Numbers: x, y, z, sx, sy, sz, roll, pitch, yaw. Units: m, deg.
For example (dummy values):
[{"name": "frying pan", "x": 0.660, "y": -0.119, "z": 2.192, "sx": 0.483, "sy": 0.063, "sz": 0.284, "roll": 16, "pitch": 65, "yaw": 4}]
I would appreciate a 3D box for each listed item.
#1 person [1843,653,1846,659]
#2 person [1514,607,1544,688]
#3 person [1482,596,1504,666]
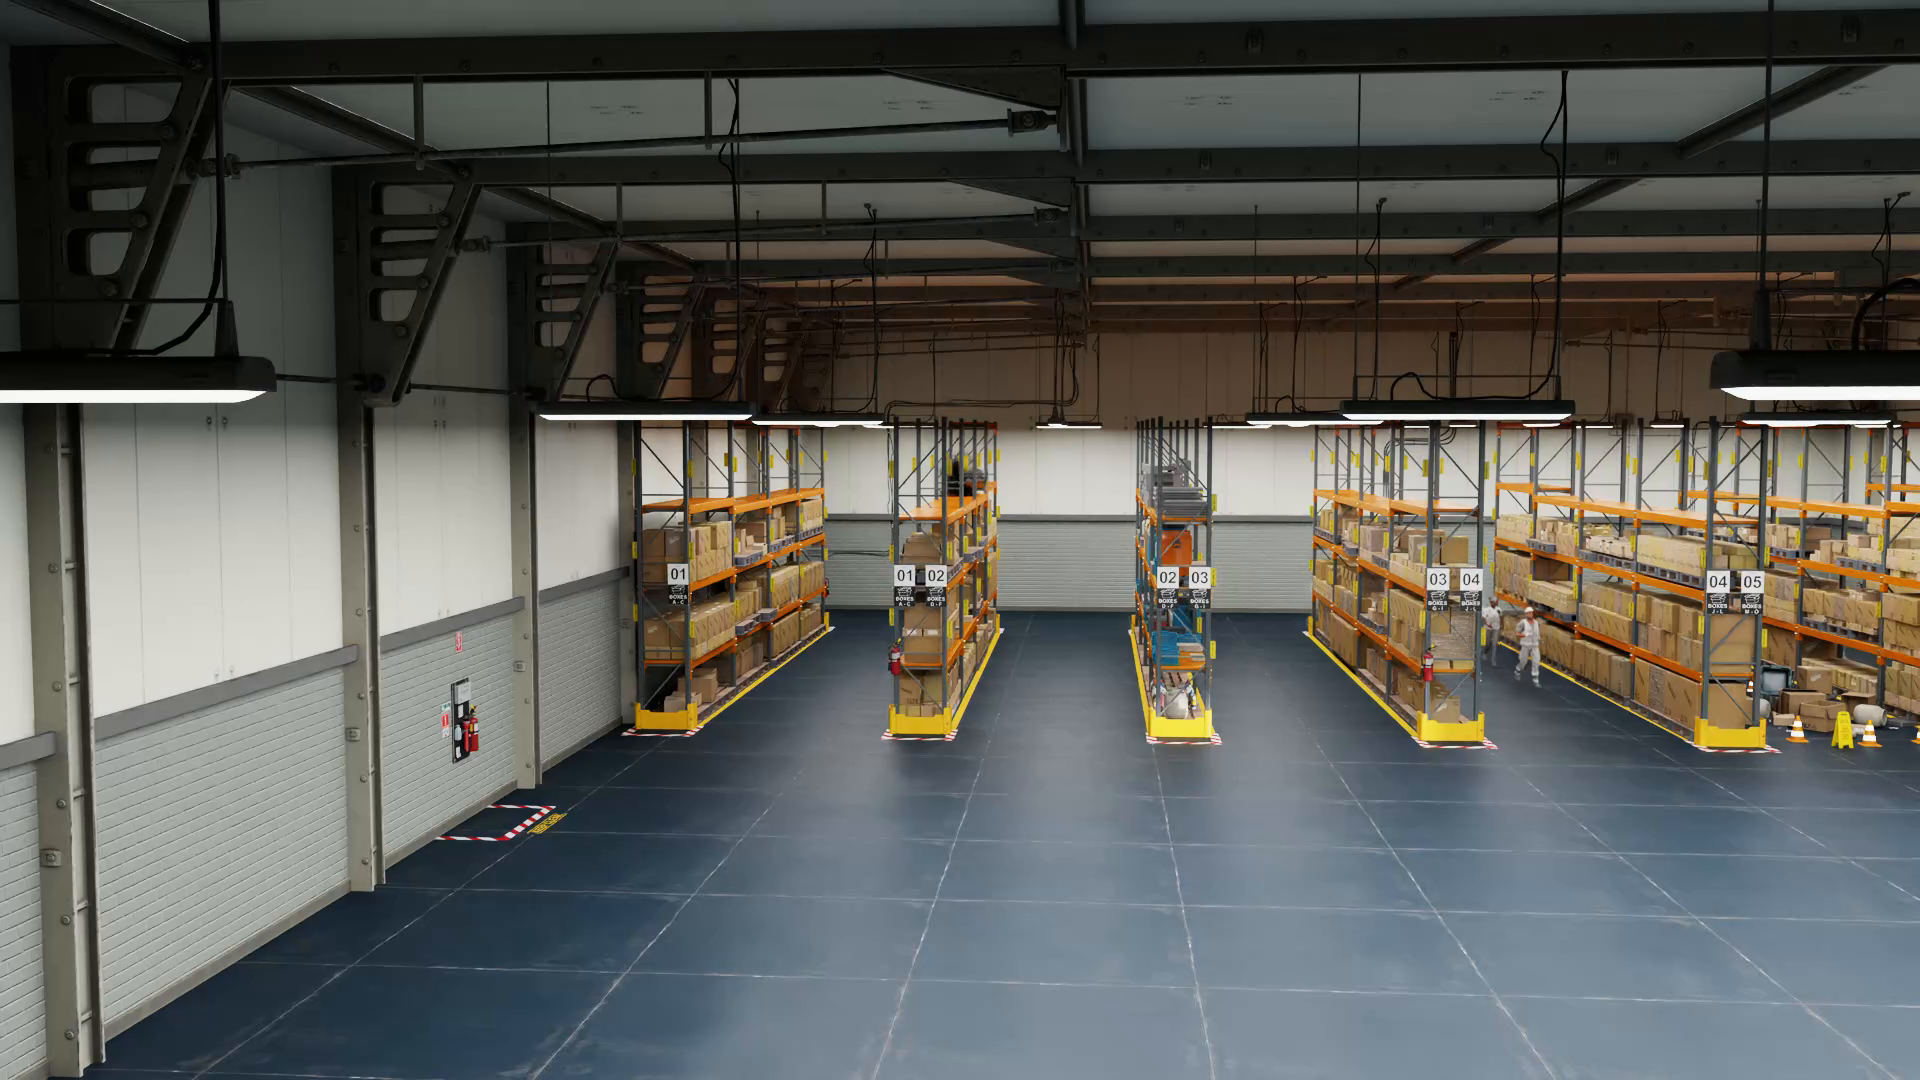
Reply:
[{"name": "person", "x": 21.114, "y": 2.256, "z": 39.866, "sx": 0.614, "sy": 1.676, "sz": 0.918, "roll": 0, "pitch": 4, "yaw": 1}, {"name": "person", "x": 12.729, "y": 2.381, "z": 37.190, "sx": 0.666, "sy": 1.763, "sz": 0.985, "roll": 0, "pitch": 4, "yaw": -5}, {"name": "person", "x": 13.111, "y": 2.216, "z": 40.959, "sx": 0.601, "sy": 1.706, "sz": 0.769, "roll": 0, "pitch": 4, "yaw": 3}]
